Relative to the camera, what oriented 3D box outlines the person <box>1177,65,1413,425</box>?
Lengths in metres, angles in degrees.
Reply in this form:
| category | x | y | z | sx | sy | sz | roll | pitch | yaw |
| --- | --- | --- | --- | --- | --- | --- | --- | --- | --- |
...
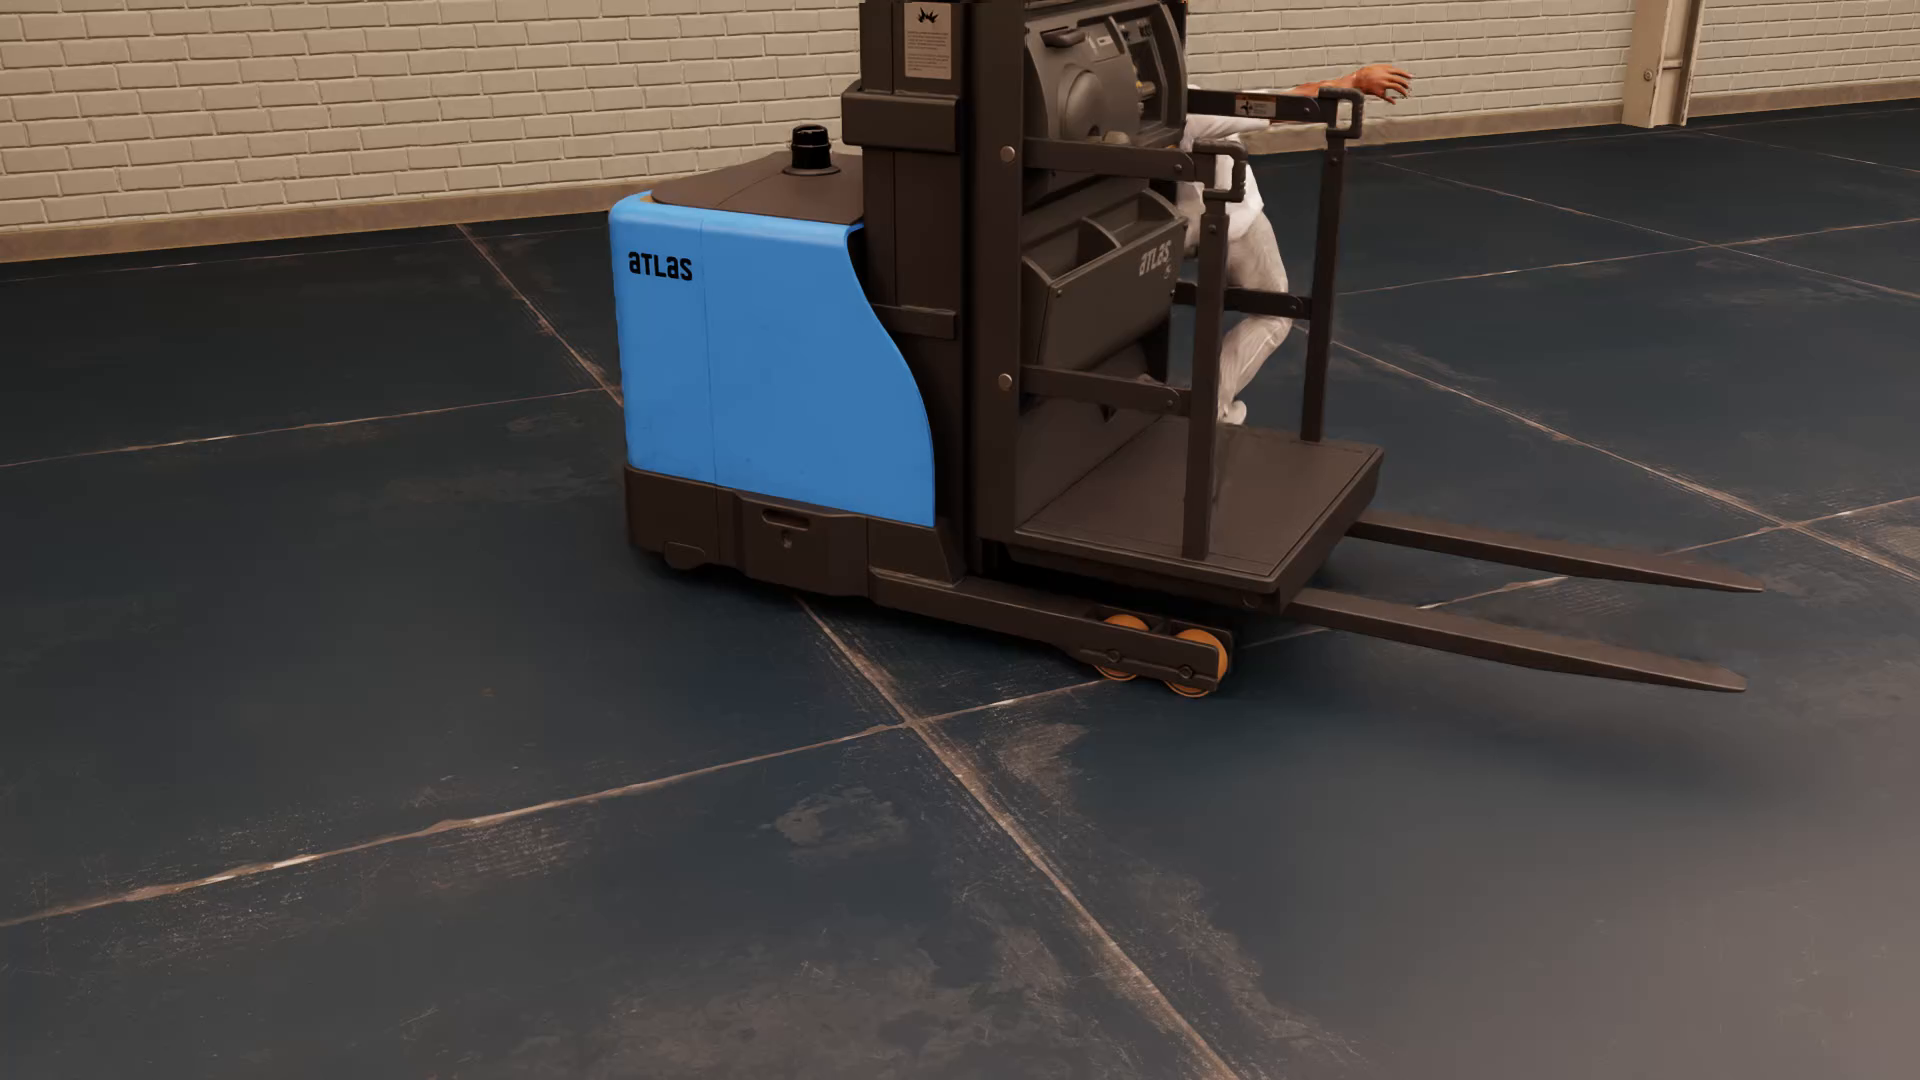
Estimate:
| category | x | y | z | sx | sy | sz | roll | pitch | yaw |
| --- | --- | --- | --- | --- | --- | --- | --- | --- | --- |
| person | 0.898 | -1.115 | 5.661 | 1.094 | 1.575 | 0.707 | 13 | 26 | 29 |

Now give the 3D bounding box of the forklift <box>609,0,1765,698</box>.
| category | x | y | z | sx | sy | sz | roll | pitch | yaw |
| --- | --- | --- | --- | --- | --- | --- | --- | --- | --- |
| forklift | 0.566 | -1.192 | 4.157 | 3.031 | 2.935 | 1.130 | 11 | 25 | 25 |
